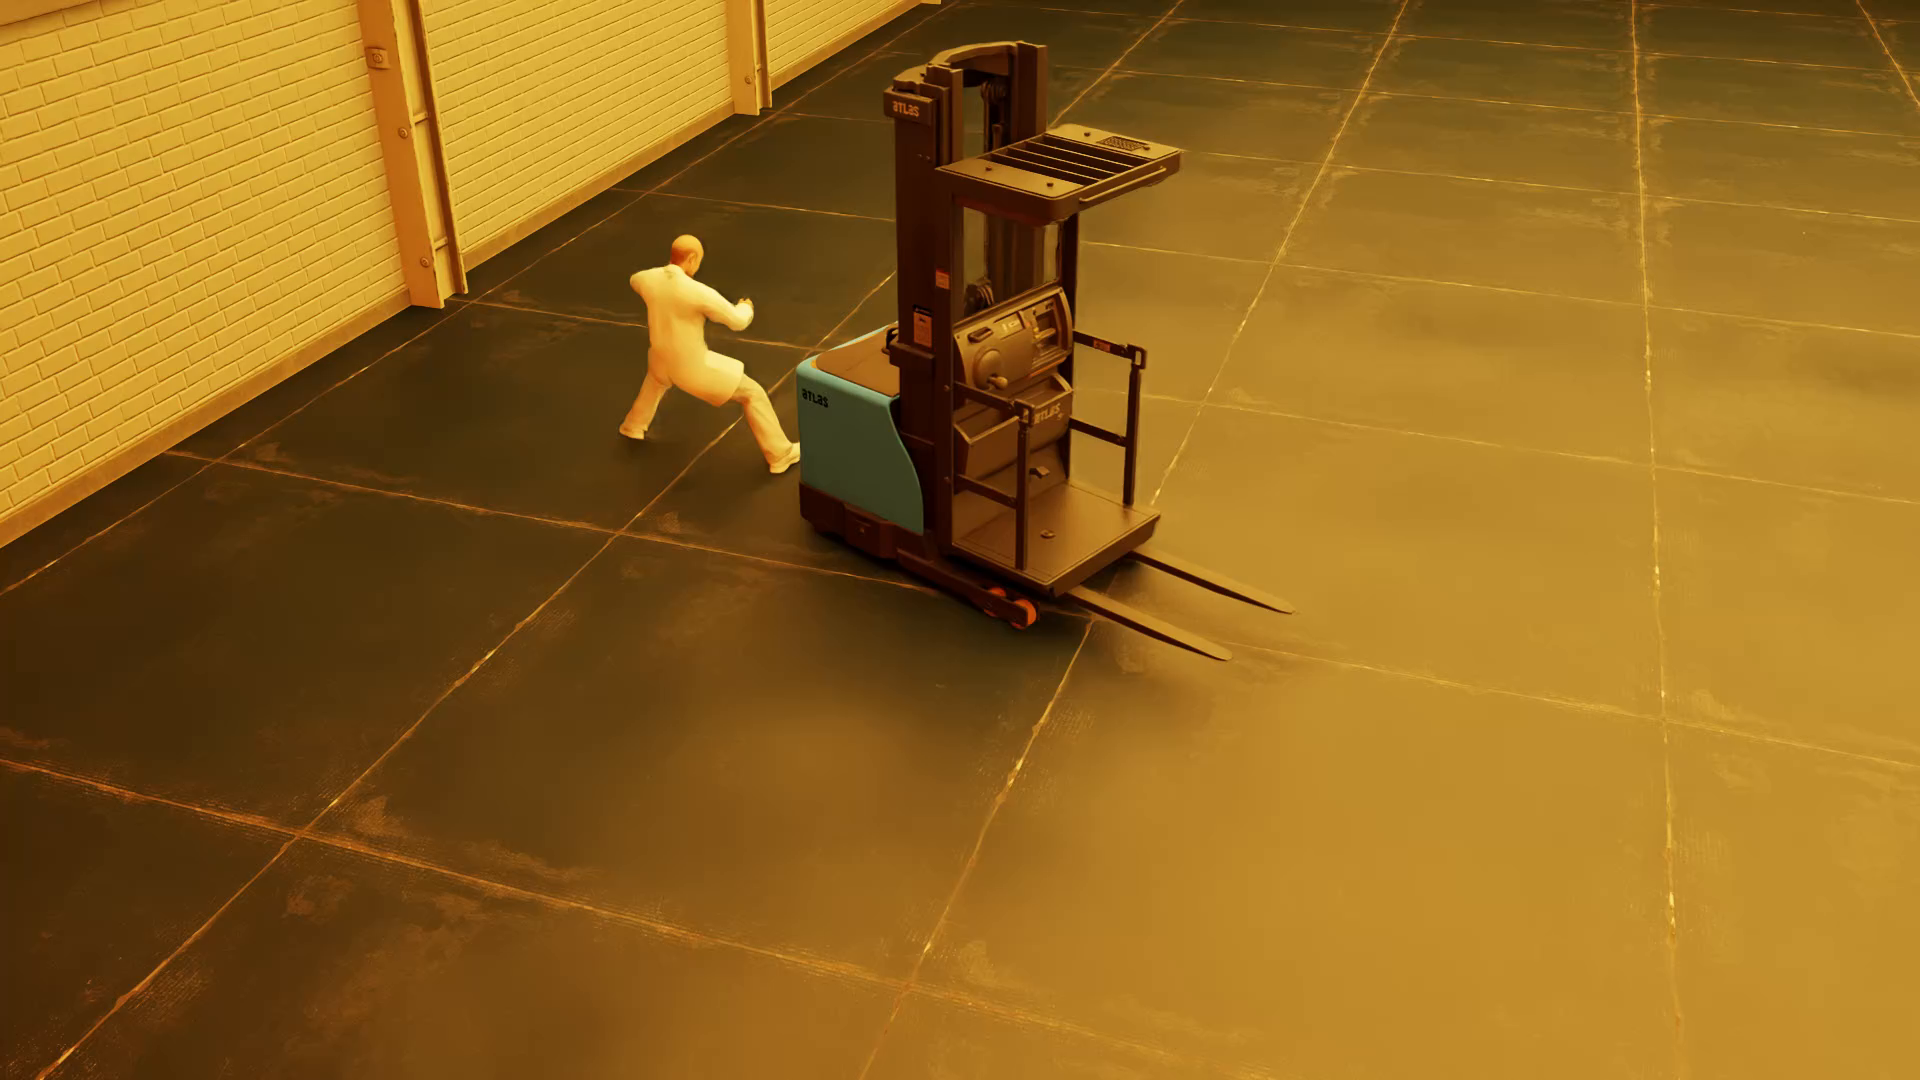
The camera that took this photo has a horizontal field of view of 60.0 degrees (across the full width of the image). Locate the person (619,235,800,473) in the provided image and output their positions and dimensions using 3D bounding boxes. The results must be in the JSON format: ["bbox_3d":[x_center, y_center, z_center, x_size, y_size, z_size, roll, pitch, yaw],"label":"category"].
[{"bbox_3d":[-1.702,-1.272,10.770,1.272,1.537,0.730,19,35,30],"label":"person"}]

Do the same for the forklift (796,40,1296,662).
[{"bbox_3d":[0.459,-1.074,9.021,3.031,2.935,1.130,23,37,35],"label":"forklift"}]
